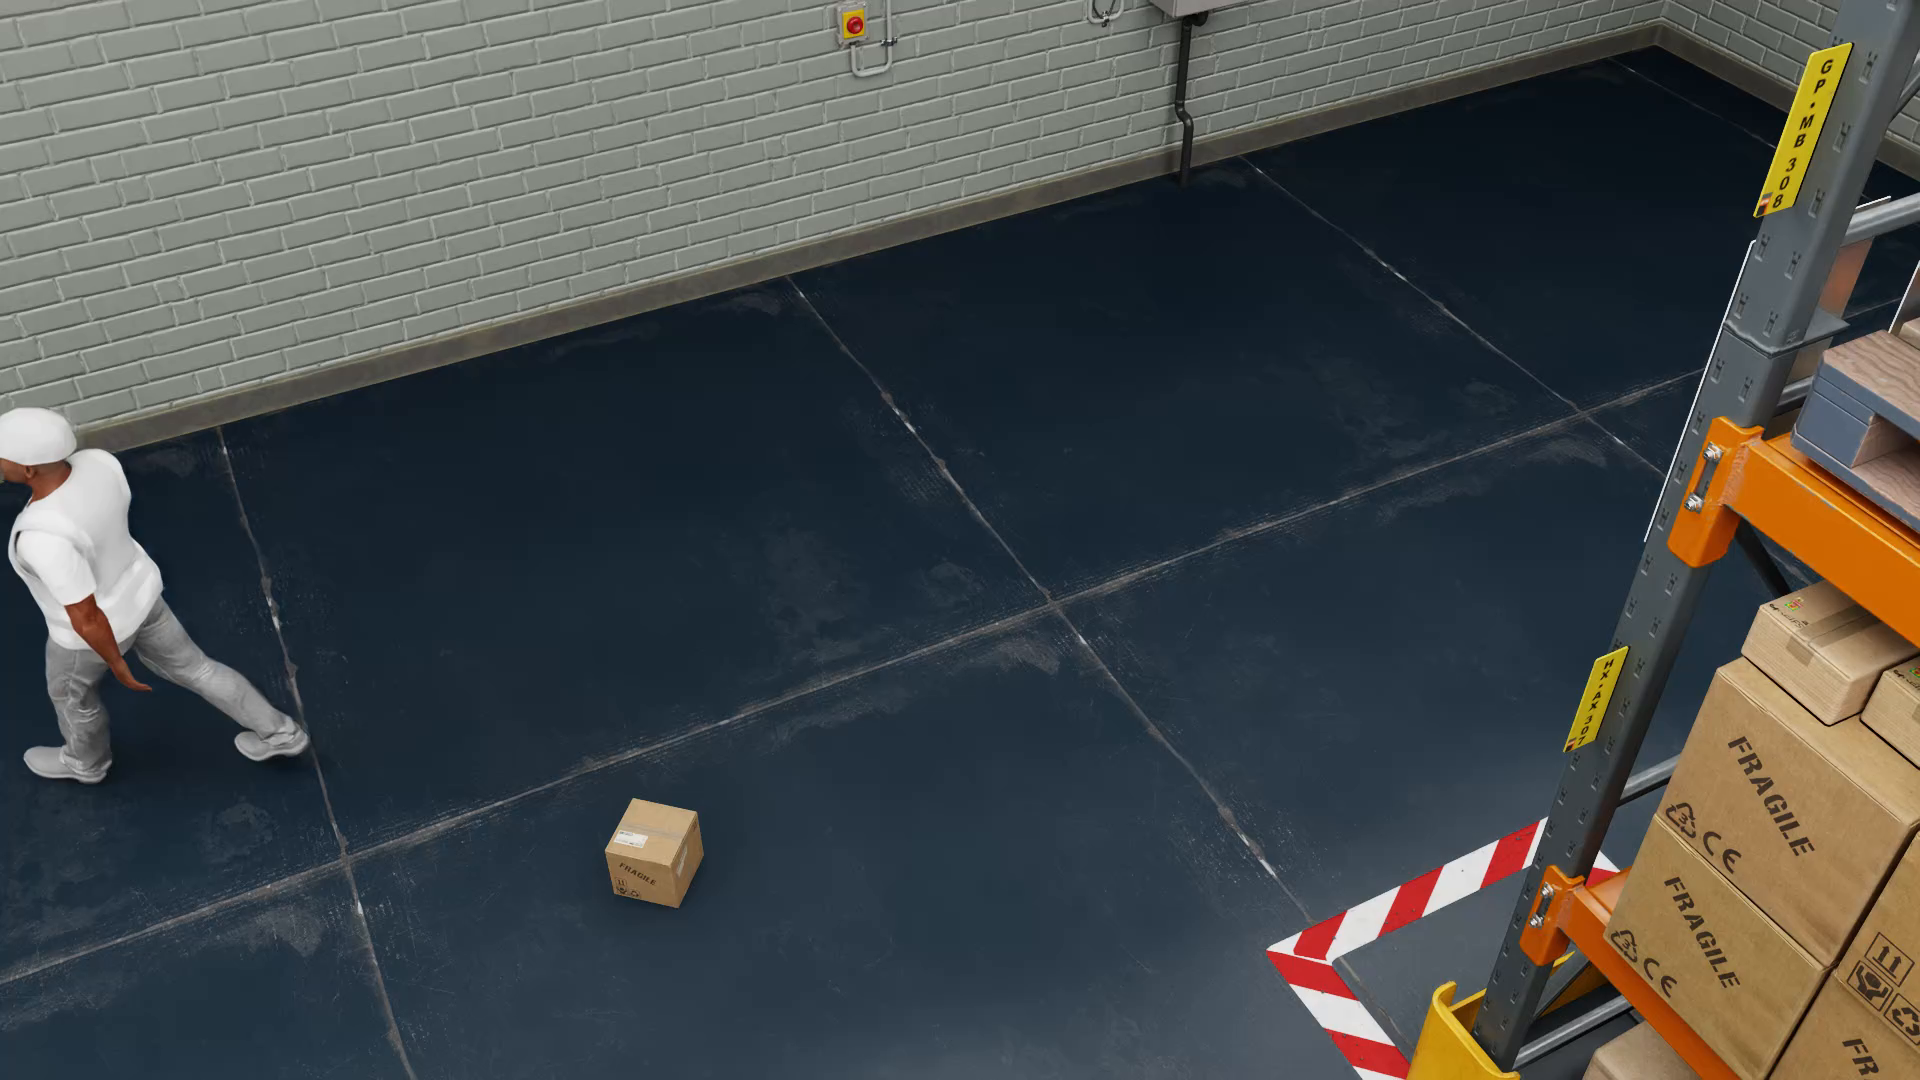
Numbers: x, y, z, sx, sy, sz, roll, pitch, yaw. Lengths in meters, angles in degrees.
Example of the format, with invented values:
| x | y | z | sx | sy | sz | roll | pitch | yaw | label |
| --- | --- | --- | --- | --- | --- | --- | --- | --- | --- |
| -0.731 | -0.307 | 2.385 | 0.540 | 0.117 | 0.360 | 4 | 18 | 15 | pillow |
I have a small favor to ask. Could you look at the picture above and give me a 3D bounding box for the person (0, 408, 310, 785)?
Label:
| x | y | z | sx | sy | sz | roll | pitch | yaw | label |
| --- | --- | --- | --- | --- | --- | --- | --- | --- | --- |
| -3.038 | 0.231 | 5.882 | 1.071 | 1.723 | 0.558 | 6 | 41 | 7 | person |
